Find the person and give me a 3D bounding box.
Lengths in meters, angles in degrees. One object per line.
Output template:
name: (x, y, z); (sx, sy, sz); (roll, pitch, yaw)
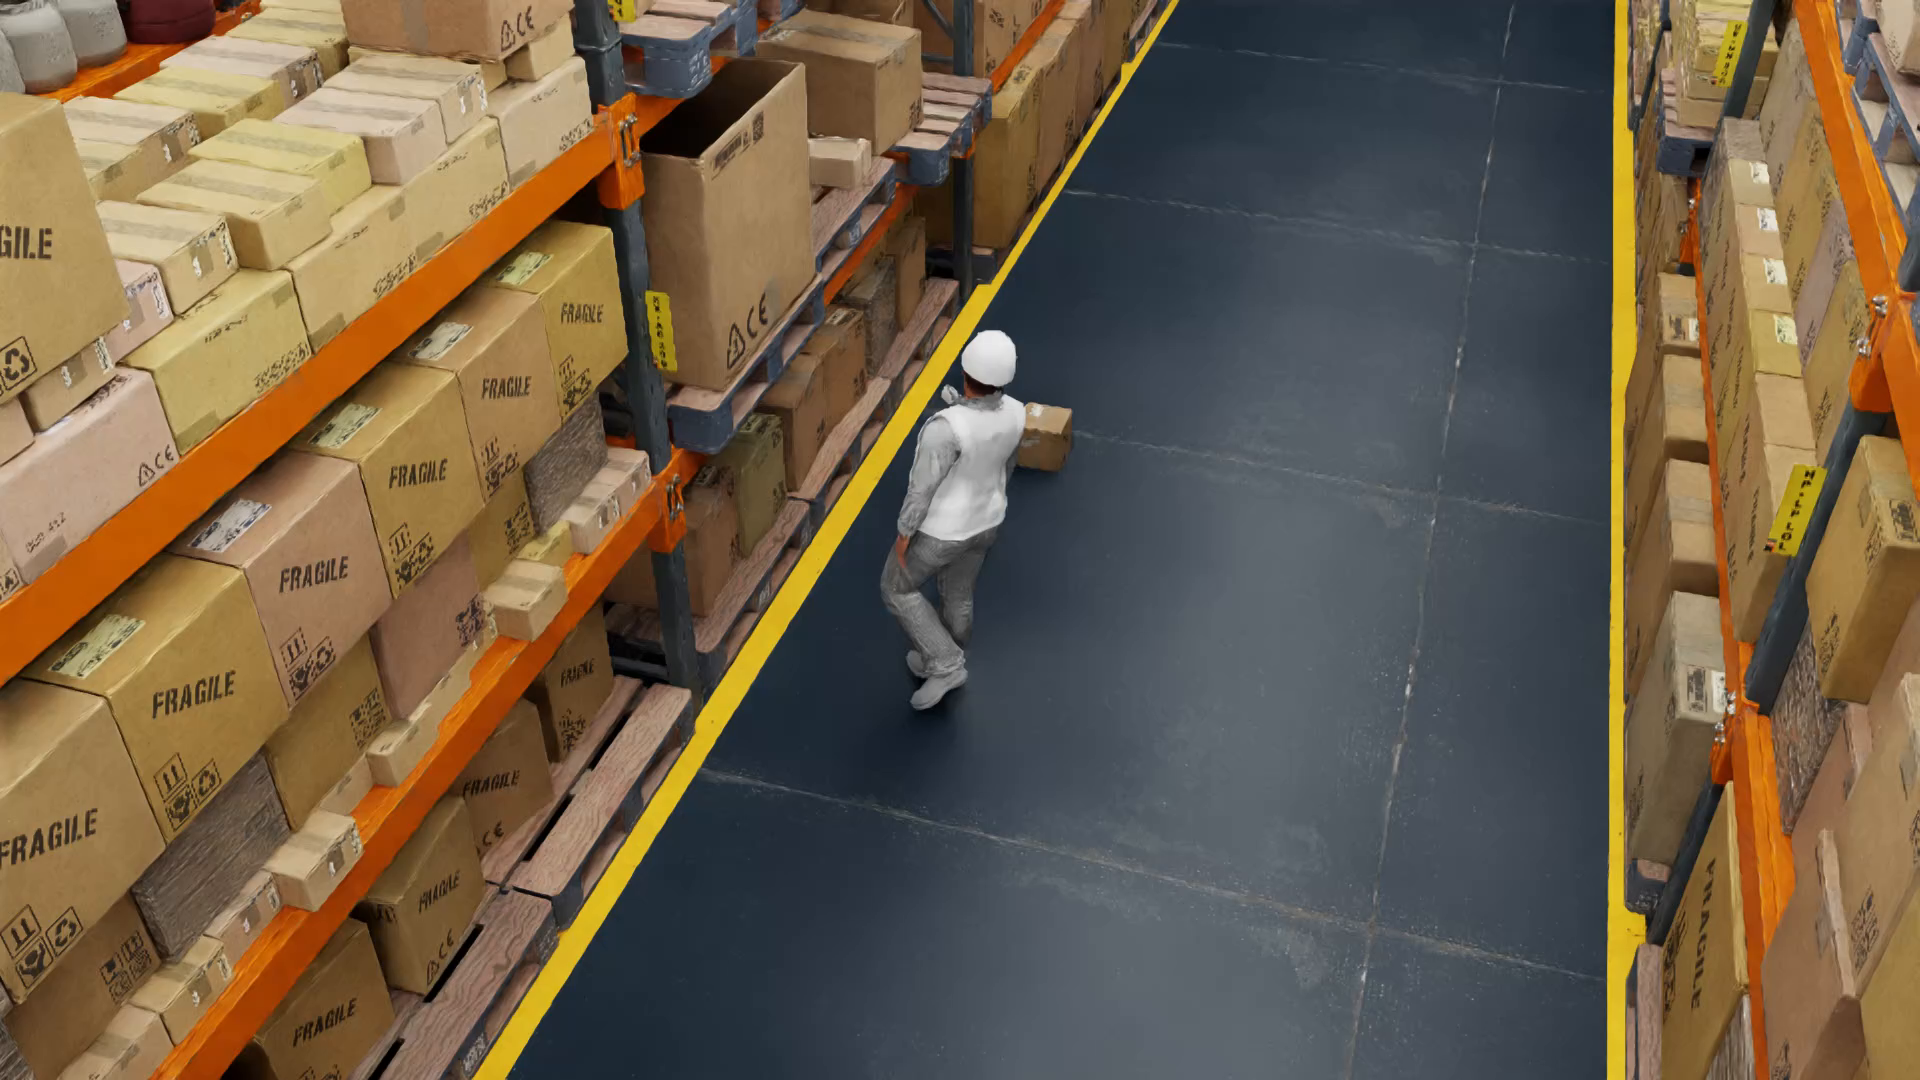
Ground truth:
person: (-0.030, -0.089, 6.998); (0.622, 1.759, 0.454); (-29, 45, -33)
